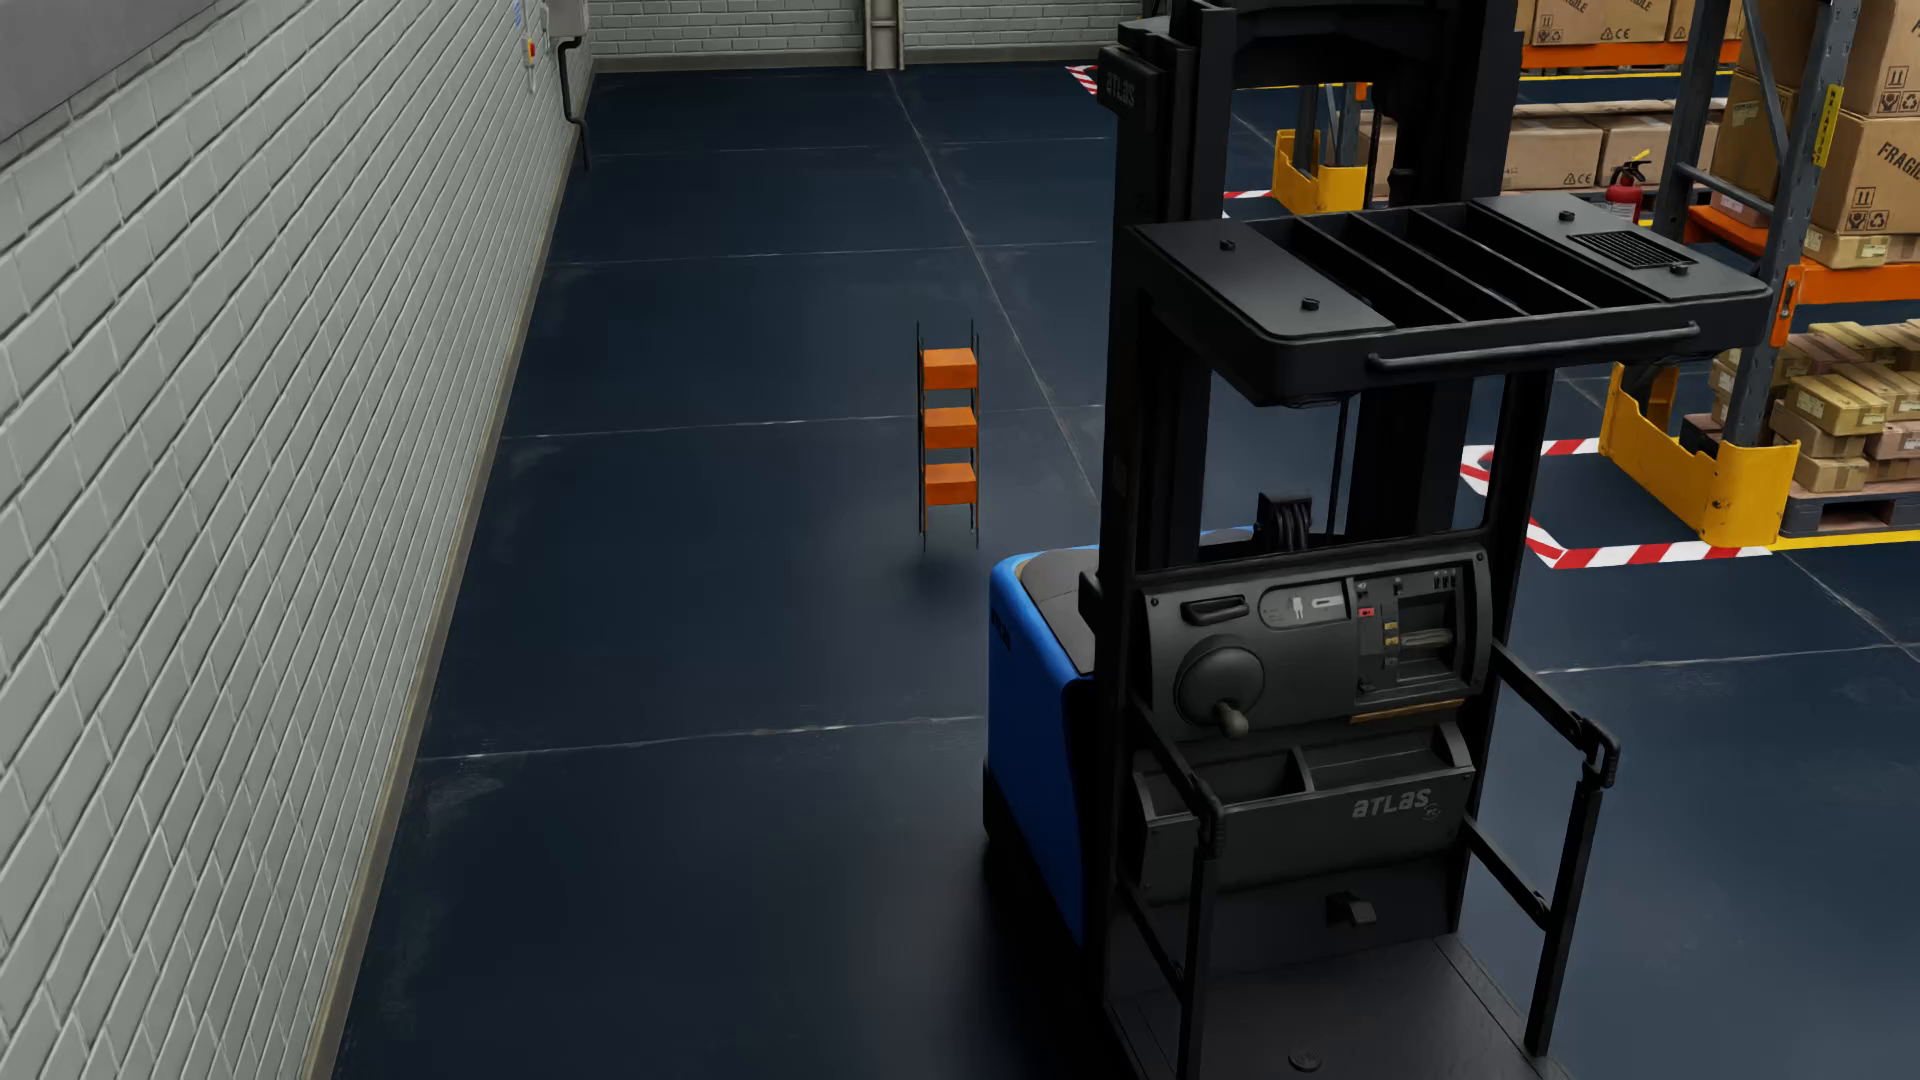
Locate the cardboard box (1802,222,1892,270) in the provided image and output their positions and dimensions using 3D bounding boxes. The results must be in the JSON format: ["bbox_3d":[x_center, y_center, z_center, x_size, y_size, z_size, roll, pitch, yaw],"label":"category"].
[{"bbox_3d":[3.853,-1.324,7.320,0.250,0.149,0.380,-4,27,-8],"label":"cardboard box"}]

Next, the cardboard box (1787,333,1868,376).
[{"bbox_3d":[4.233,-0.885,8.200,0.250,0.149,0.380,-3,27,-6],"label":"cardboard box"}]

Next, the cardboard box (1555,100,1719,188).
[{"bbox_3d":[5.135,-3.047,12.750,0.875,0.438,0.875,-4,27,-9],"label":"cardboard box"}]

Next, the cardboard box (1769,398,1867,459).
[{"bbox_3d":[4.041,-0.532,7.837,0.250,0.149,0.380,-3,27,-5],"label":"cardboard box"}]

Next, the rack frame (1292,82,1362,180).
[{"bbox_3d":[2.697,-3.795,11.860,0.127,3.000,1.000,-4,27,-7],"label":"rack frame"}]

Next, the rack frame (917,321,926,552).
[{"bbox_3d":[-0.174,-0.456,7.489,0.008,1.050,0.200,-4,27,-7],"label":"rack frame"}]

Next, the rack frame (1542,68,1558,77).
[{"bbox_3d":[5.963,-6.293,16.728,0.127,3.000,1.000,-4,27,-7],"label":"rack frame"}]

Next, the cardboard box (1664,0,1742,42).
[{"bbox_3d":[5.230,-3.875,11.906,0.500,0.500,0.500,-4,27,-8],"label":"cardboard box"}]

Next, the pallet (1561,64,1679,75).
[{"bbox_3d":[6.763,-5.121,17.499,1.213,0.211,1.003,-4,27,-7],"label":"pallet"}]

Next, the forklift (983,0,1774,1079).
[{"bbox_3d":[0.960,0.294,3.966,1.130,2.935,3.031,-7,28,-14],"label":"forklift"}]

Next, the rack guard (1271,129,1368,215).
[{"bbox_3d":[2.673,-2.681,12.428,0.348,0.500,1.175,-4,27,-7],"label":"rack guard"}]

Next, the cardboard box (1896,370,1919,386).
[{"bbox_3d":[4.577,-0.656,7.755,0.250,0.149,0.380,-4,27,-7],"label":"cardboard box"}]

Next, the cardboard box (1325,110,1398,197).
[{"bbox_3d":[3.337,-2.929,12.519,0.875,0.438,0.875,-5,28,-9],"label":"cardboard box"}]

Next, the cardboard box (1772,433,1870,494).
[{"bbox_3d":[4.050,-0.370,7.849,0.250,0.149,0.380,-3,27,-6],"label":"cardboard box"}]

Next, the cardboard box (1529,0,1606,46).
[{"bbox_3d":[4.216,-3.809,11.778,0.500,0.500,0.500,-4,27,-7],"label":"cardboard box"}]

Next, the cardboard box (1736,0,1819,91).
[{"bbox_3d":[3.905,-2.327,7.468,0.500,0.500,0.500,-4,27,-8],"label":"cardboard box"}]

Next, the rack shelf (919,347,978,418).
[{"bbox_3d":[-0.053,-0.707,7.379,0.240,0.259,0.215,-4,27,-7],"label":"rack shelf"}]

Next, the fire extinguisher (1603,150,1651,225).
[{"bbox_3d":[3.173,-1.556,7.989,0.183,0.674,0.296,-4,27,-7],"label":"fire extinguisher"}]

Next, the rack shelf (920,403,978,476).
[{"bbox_3d":[-0.053,-0.454,7.509,0.240,0.259,0.215,-4,27,-7],"label":"rack shelf"}]

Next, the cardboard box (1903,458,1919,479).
[{"bbox_3d":[4.543,-0.443,7.991,0.250,0.149,0.380,-3,27,-7],"label":"cardboard box"}]

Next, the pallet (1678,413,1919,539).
[{"bbox_3d":[4.372,-0.363,8.227,1.213,0.211,1.003,-4,27,-7],"label":"pallet"}]

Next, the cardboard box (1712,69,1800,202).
[{"bbox_3d":[3.896,-1.885,7.703,0.500,0.500,0.500,-3,27,-6],"label":"cardboard box"}]

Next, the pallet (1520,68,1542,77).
[{"bbox_3d":[5.283,-5.009,17.281,1.213,0.211,1.003,-4,27,-7],"label":"pallet"}]

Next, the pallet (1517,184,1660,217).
[{"bbox_3d":[4.683,-2.716,12.813,1.213,0.211,1.003,-4,27,-7],"label":"pallet"}]

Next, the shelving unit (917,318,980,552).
[{"bbox_3d":[-0.053,-0.464,7.504,0.252,1.050,0.215,-4,27,-7],"label":"shelving unit"}]

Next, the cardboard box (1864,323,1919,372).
[{"bbox_3d":[4.737,-0.947,8.320,0.250,0.149,0.380,-5,28,-9],"label":"cardboard box"}]

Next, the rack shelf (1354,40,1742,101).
[{"bbox_3d":[4.678,-3.602,12.272,4.000,0.370,1.077,-4,27,-7],"label":"rack shelf"}]

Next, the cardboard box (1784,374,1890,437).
[{"bbox_3d":[4.053,-0.626,7.696,0.250,0.149,0.380,-5,28,-9],"label":"cardboard box"}]

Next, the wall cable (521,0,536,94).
[{"bbox_3d":[-2.883,-3.892,10.901,0.123,1.953,0.585,-4,27,-7],"label":"wall cable"}]

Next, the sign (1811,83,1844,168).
[{"bbox_3d":[3.563,-1.703,6.836,0.005,0.325,0.100,-4,27,-7],"label":"sign"}]

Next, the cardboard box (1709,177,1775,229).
[{"bbox_3d":[3.770,-1.600,7.858,0.250,0.149,0.380,-4,27,-7],"label":"cardboard box"}]

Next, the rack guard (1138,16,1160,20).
[{"bbox_3d":[2.077,-4.931,16.813,0.348,0.500,1.175,-4,27,-7],"label":"rack guard"}]
